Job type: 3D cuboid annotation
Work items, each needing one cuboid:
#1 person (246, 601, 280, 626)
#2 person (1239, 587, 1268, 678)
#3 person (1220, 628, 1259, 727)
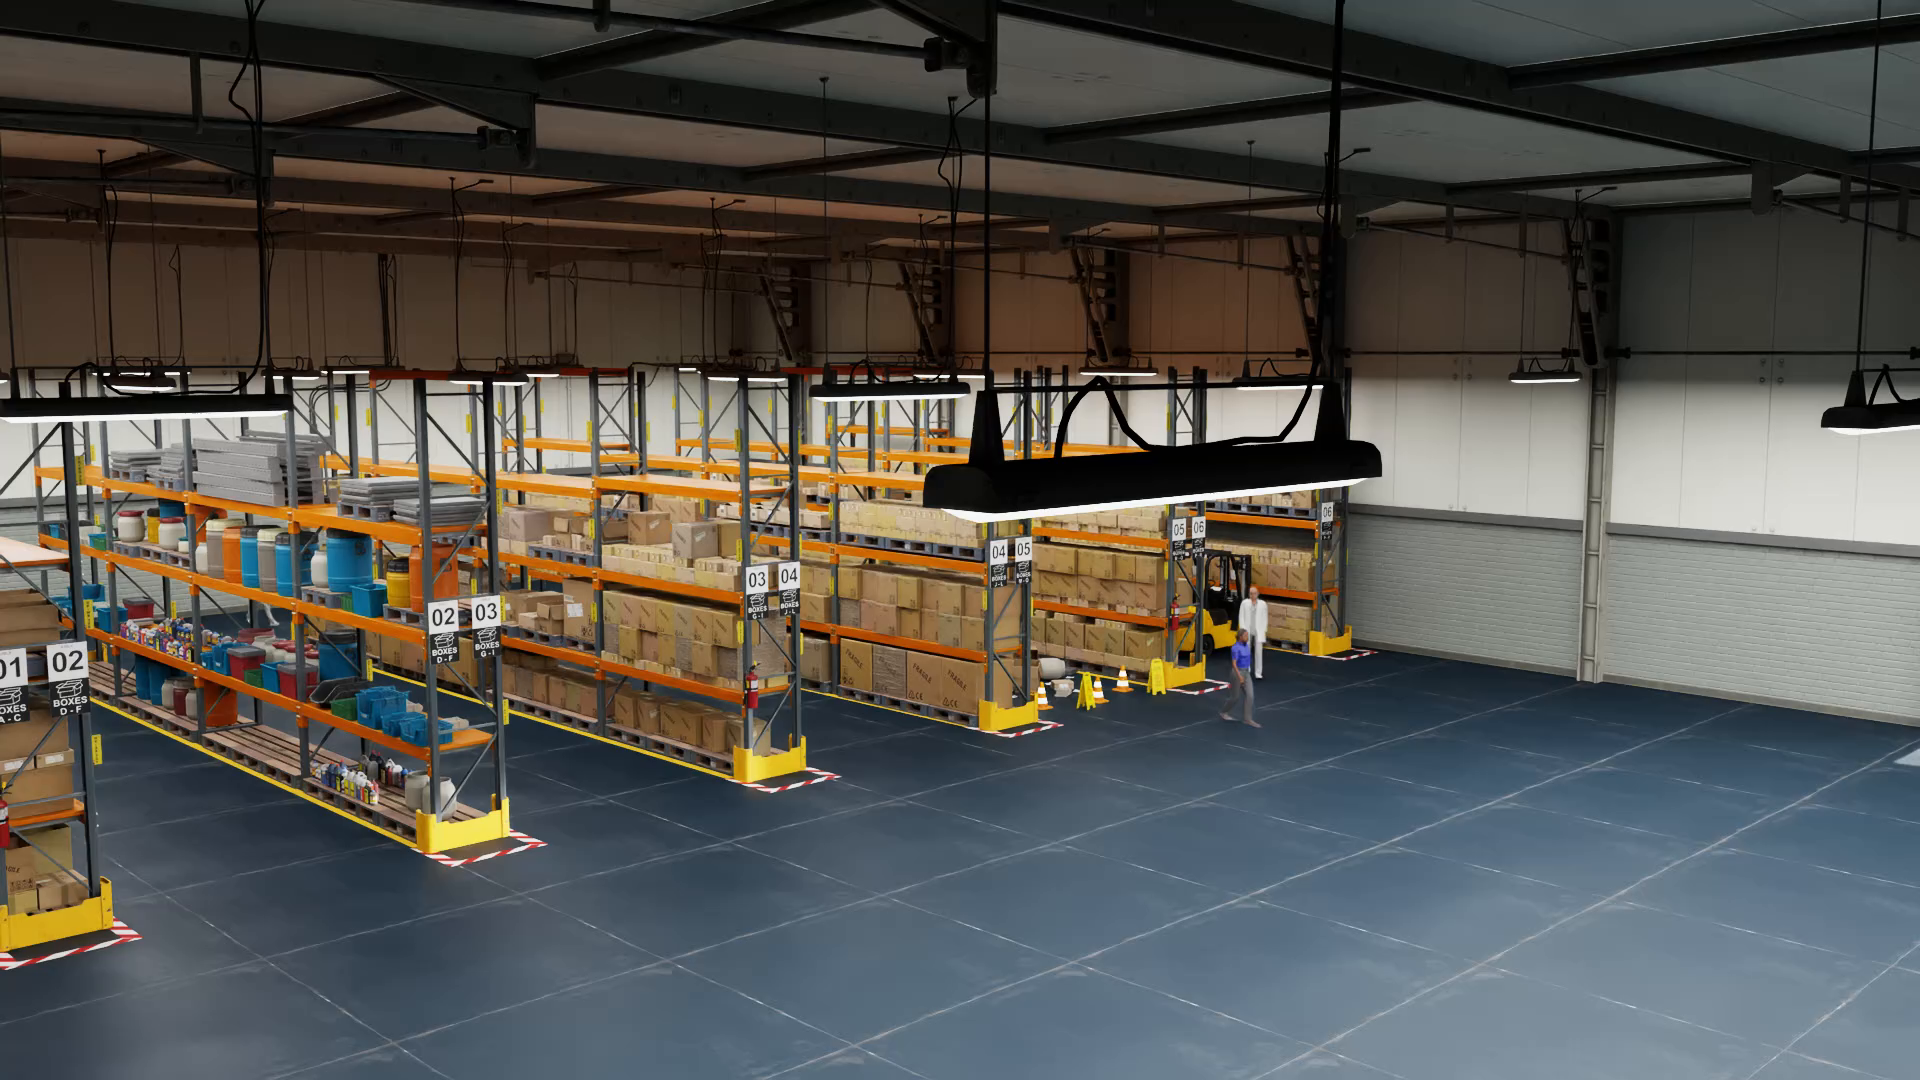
[{"bbox_3d":[-16.163,1.200,38.508,1.022,1.528,0.455,2,7,15],"label":"person"},{"bbox_3d":[5.741,1.785,32.541,0.560,1.755,0.930,2,7,16],"label":"person"},{"bbox_3d":[4.804,2.334,28.385,0.764,1.649,0.538,6,9,42],"label":"person"}]
